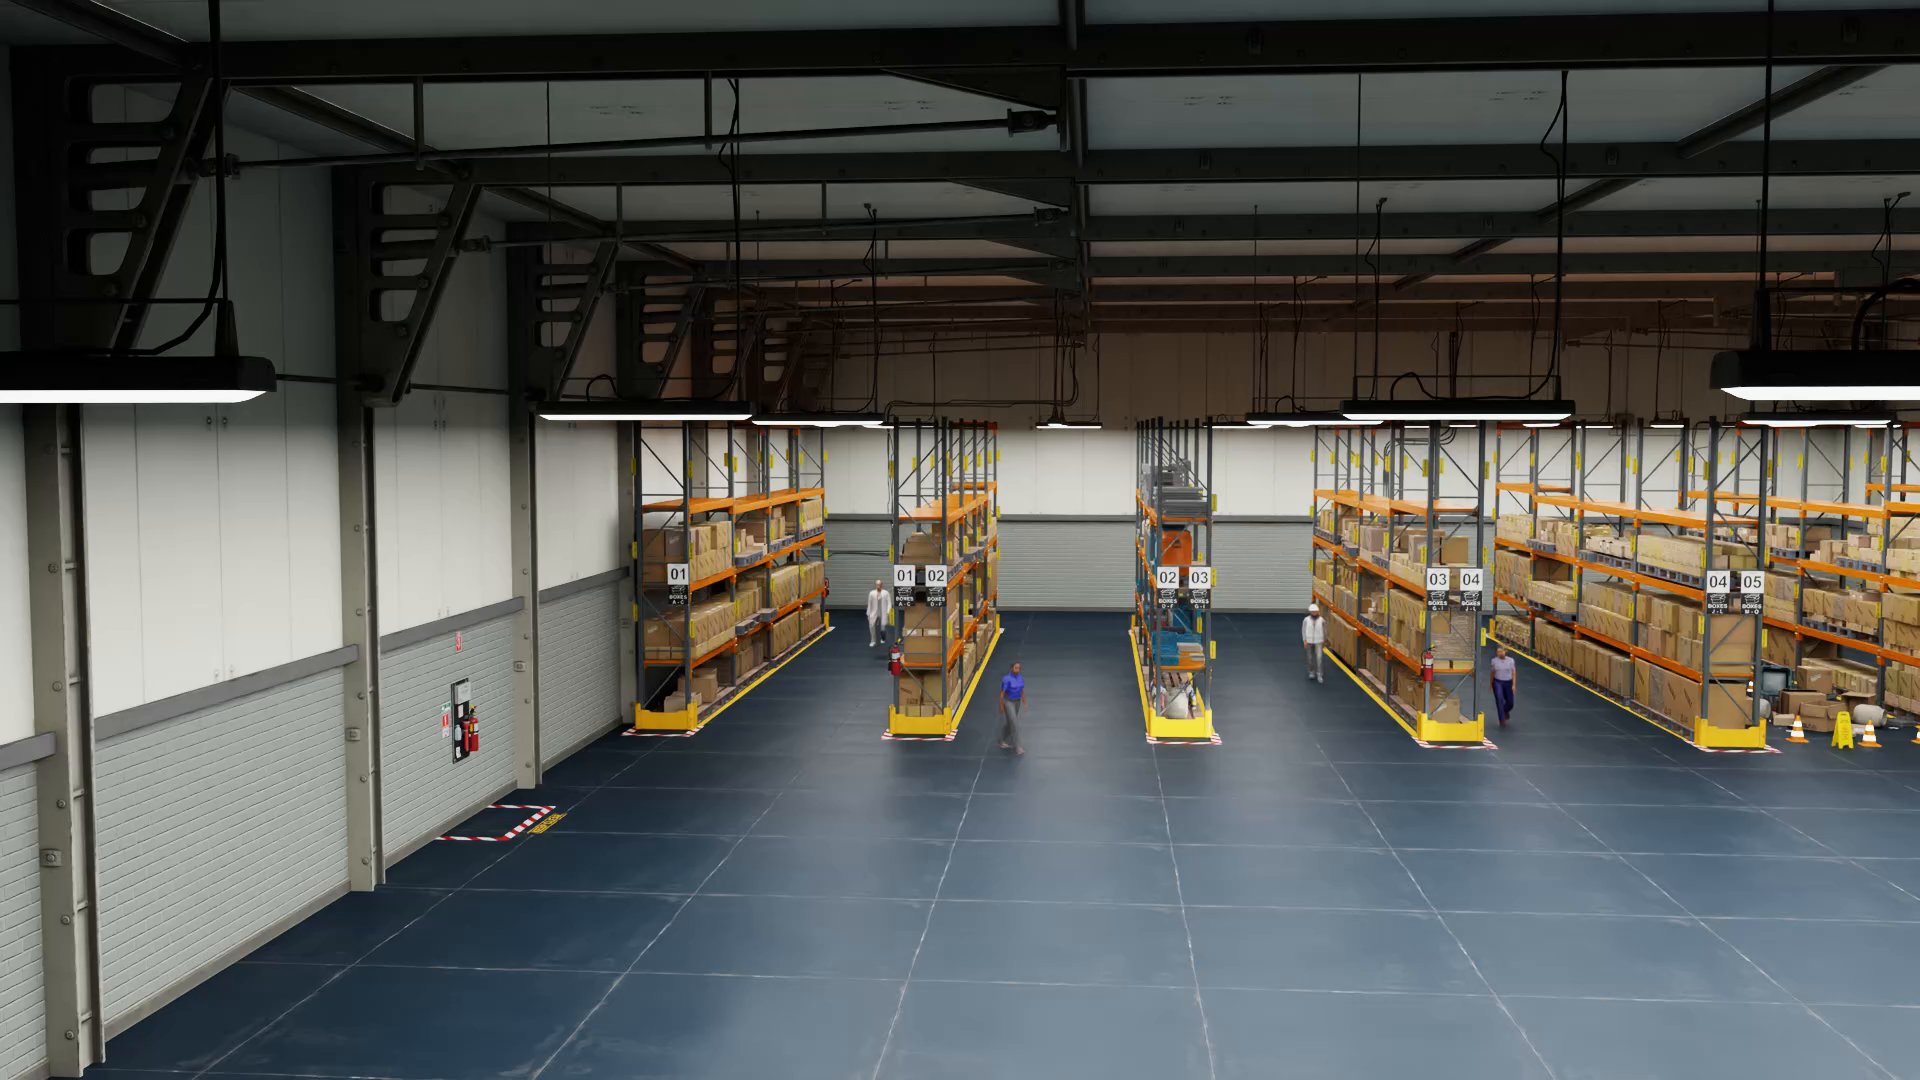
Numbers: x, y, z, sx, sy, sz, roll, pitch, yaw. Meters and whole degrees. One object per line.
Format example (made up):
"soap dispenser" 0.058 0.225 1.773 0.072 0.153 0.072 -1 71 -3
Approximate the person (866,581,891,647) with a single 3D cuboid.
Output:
"person" -2.071 1.862 42.312 0.656 1.643 1.123 0 4 0

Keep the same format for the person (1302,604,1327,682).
"person" 8.120 2.338 38.146 0.554 1.733 0.919 1 4 16

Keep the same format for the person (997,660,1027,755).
"person" 0.954 2.953 29.688 0.906 1.612 0.500 3 5 42

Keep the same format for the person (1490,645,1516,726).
"person" 10.647 2.819 32.597 0.469 1.524 0.933 1 4 11
